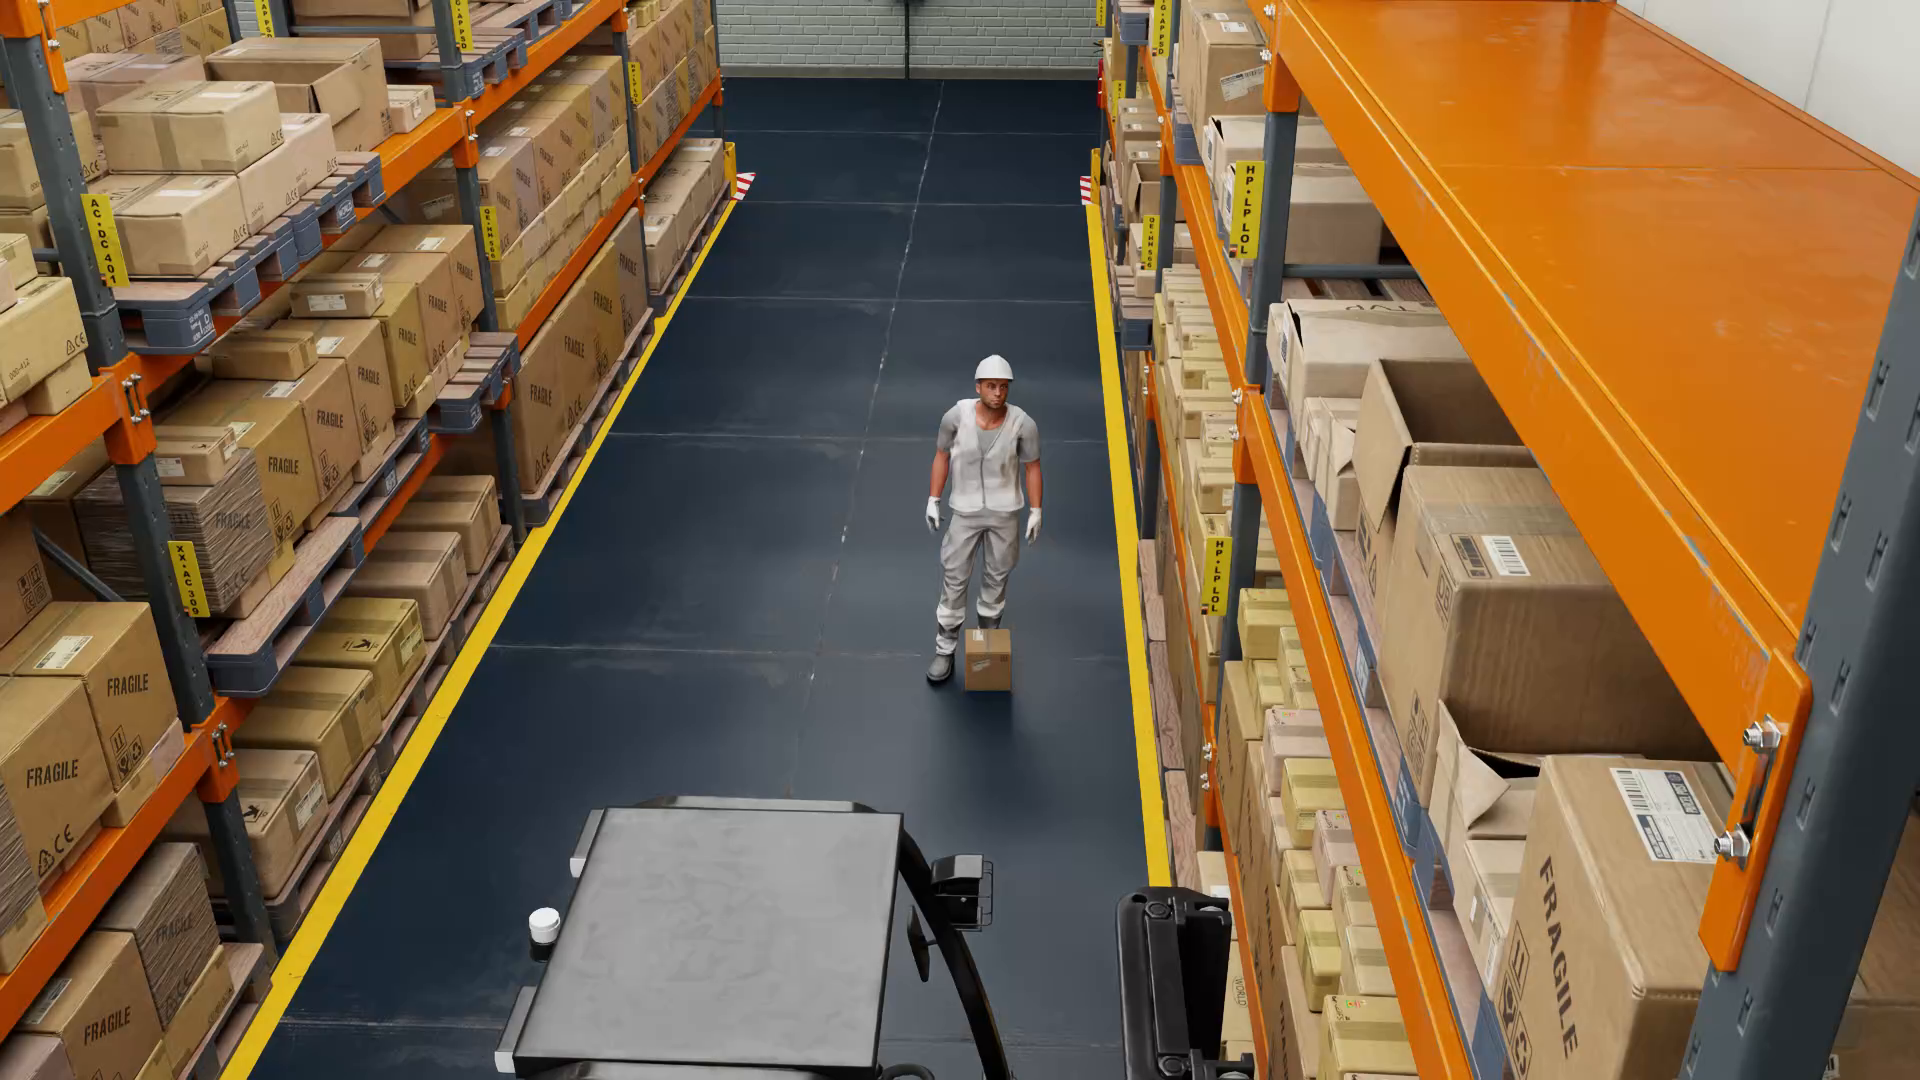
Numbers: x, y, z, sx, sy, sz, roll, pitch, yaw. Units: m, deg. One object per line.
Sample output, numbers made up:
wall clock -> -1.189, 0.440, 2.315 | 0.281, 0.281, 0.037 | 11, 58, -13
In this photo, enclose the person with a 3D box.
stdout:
person -> 0.128, -0.113, 9.027 | 0.638, 1.787, 0.562 | 1, 28, 2
